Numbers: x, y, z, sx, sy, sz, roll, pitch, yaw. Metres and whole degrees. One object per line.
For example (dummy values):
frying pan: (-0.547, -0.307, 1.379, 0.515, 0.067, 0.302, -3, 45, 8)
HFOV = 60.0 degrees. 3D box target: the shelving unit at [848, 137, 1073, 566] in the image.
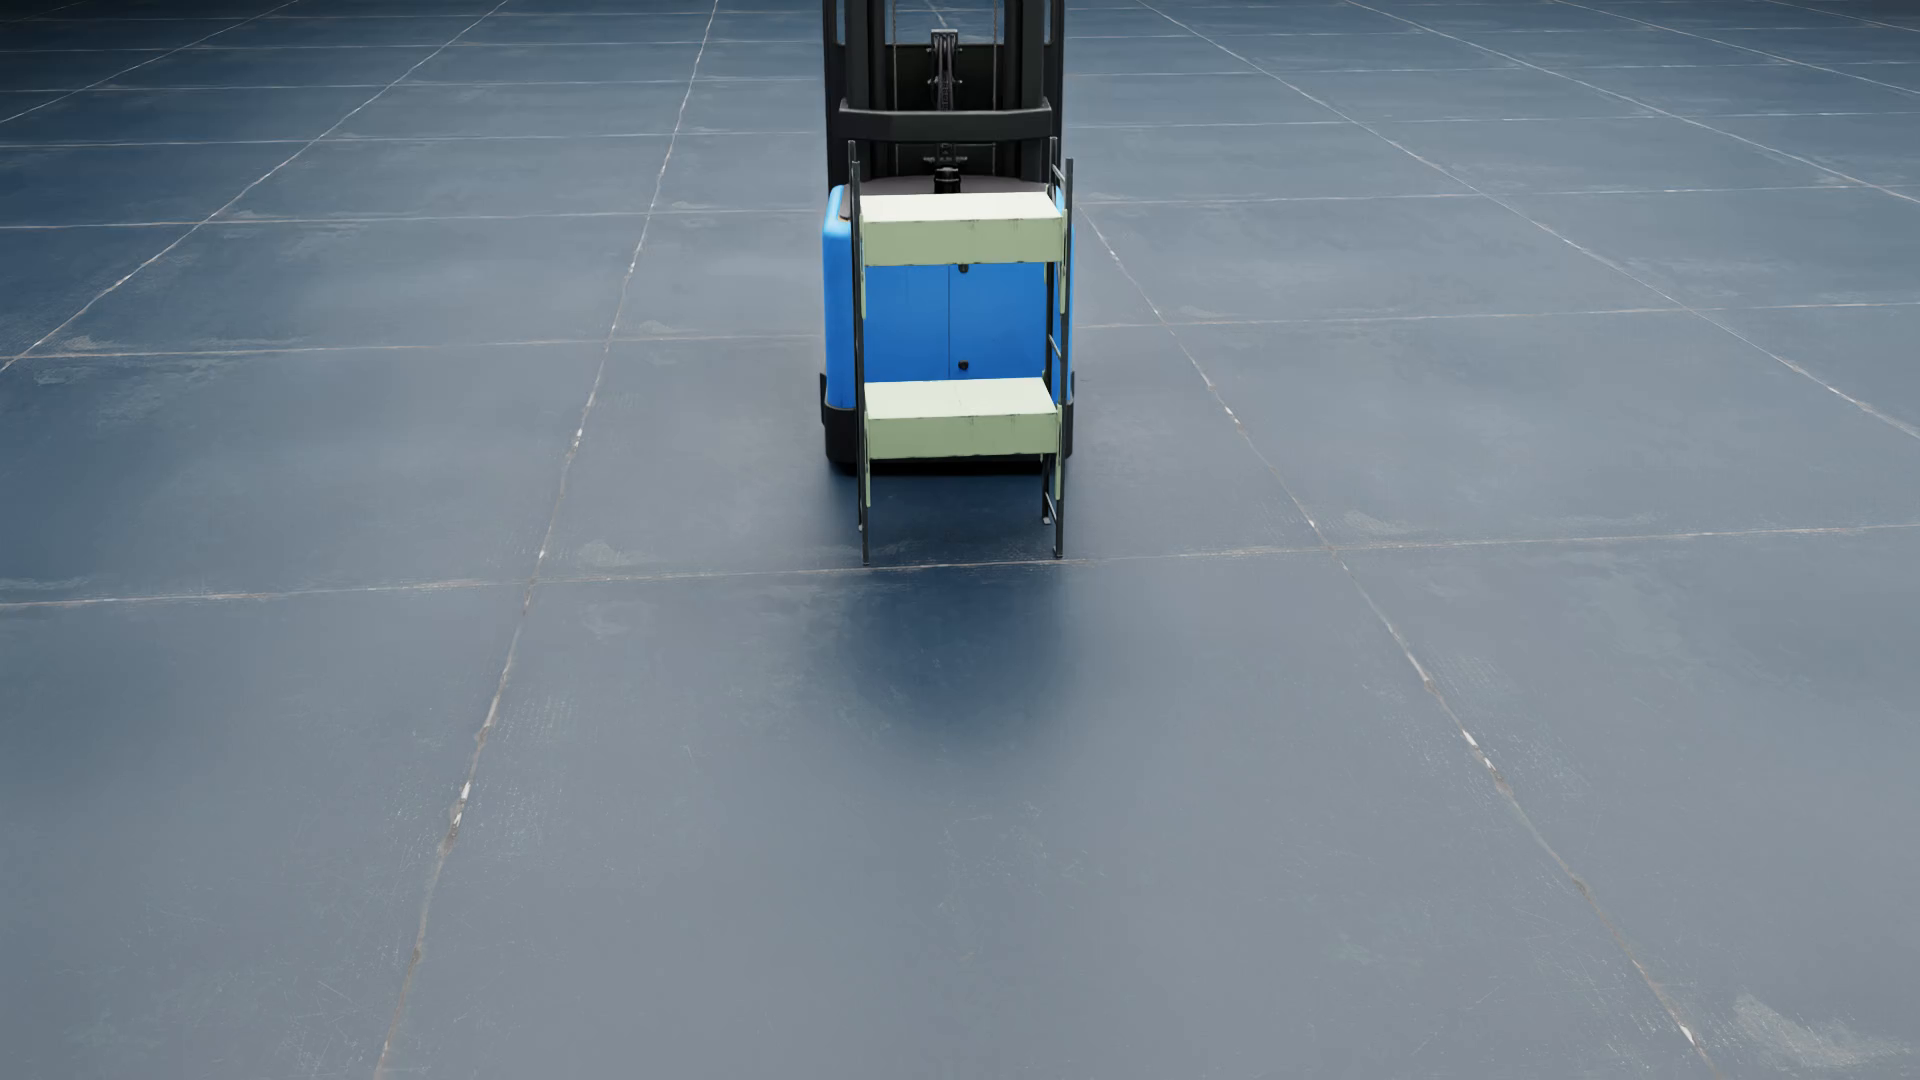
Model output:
shelving unit: (-0.007, -0.685, 6.138, 0.755, 1.500, 0.431, -2, 24, -5)

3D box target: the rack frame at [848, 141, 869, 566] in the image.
rack frame: (-0.371, -0.670, 6.105, 0.023, 1.500, 0.400, -2, 24, -5)

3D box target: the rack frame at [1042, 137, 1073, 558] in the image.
rack frame: (0.358, -0.700, 6.170, 0.023, 1.500, 0.400, -2, 24, -5)

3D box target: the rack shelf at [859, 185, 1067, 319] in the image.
rack shelf: (-0.007, -1.042, 5.979, 0.720, 0.370, 0.431, -2, 24, -5)

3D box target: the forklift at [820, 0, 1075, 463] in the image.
forklift: (-0.080, -2.214, 7.816, 1.130, 2.935, 3.031, -1, 24, -1)

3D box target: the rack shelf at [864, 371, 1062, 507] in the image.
rack shelf: (-0.007, -0.387, 6.270, 0.720, 0.370, 0.431, -2, 24, -5)
